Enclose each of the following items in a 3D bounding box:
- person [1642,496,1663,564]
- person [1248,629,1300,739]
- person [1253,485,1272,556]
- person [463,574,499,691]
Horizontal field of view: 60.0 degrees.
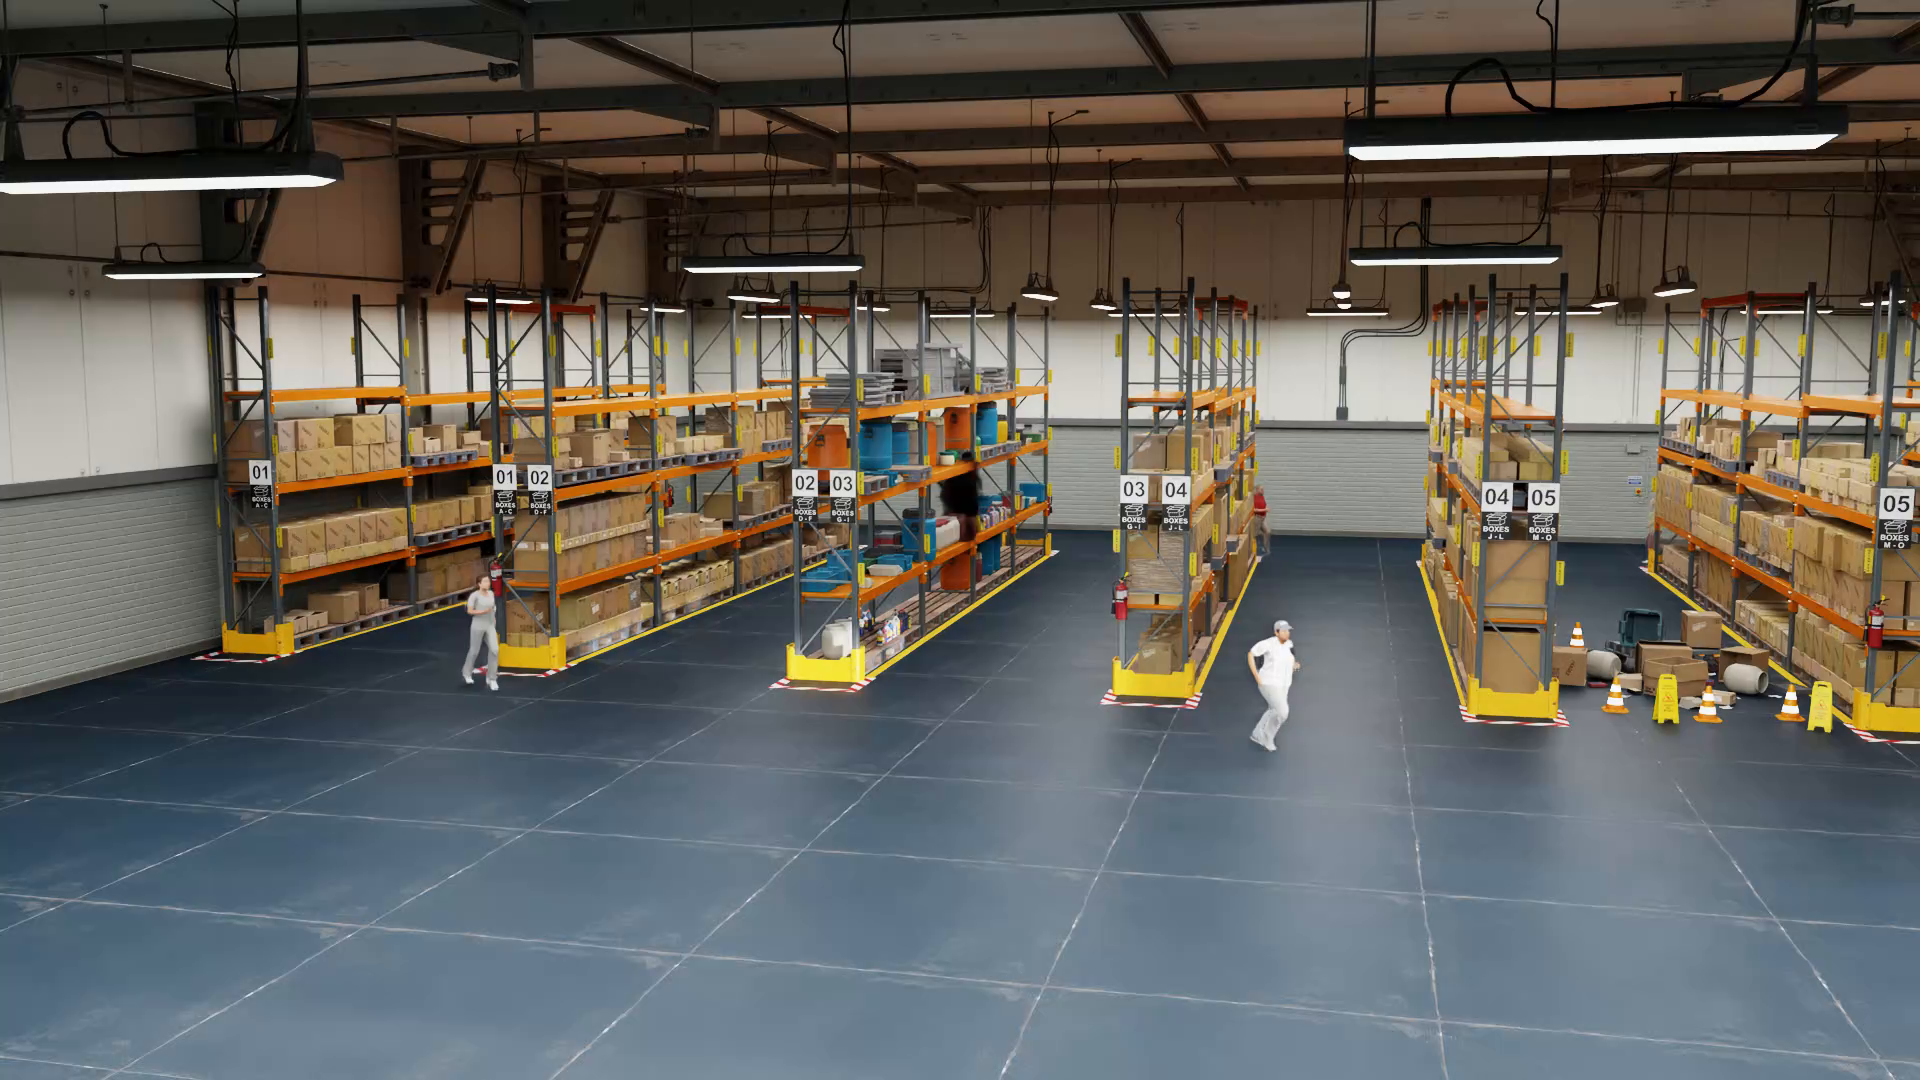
[{"bbox_3d":[16.187,-0.218,38.565,0.737,1.629,0.617,5,8,35],"label":"person"},{"bbox_3d":[3.929,1.770,20.713,0.588,1.522,0.705,-5,8,-37],"label":"person"},{"bbox_3d":[7.170,-0.434,40.319,0.795,1.808,0.658,5,8,35],"label":"person"},{"bbox_3d":[-7.074,1.339,24.635,0.553,1.707,0.822,-6,9,-42],"label":"person"}]
